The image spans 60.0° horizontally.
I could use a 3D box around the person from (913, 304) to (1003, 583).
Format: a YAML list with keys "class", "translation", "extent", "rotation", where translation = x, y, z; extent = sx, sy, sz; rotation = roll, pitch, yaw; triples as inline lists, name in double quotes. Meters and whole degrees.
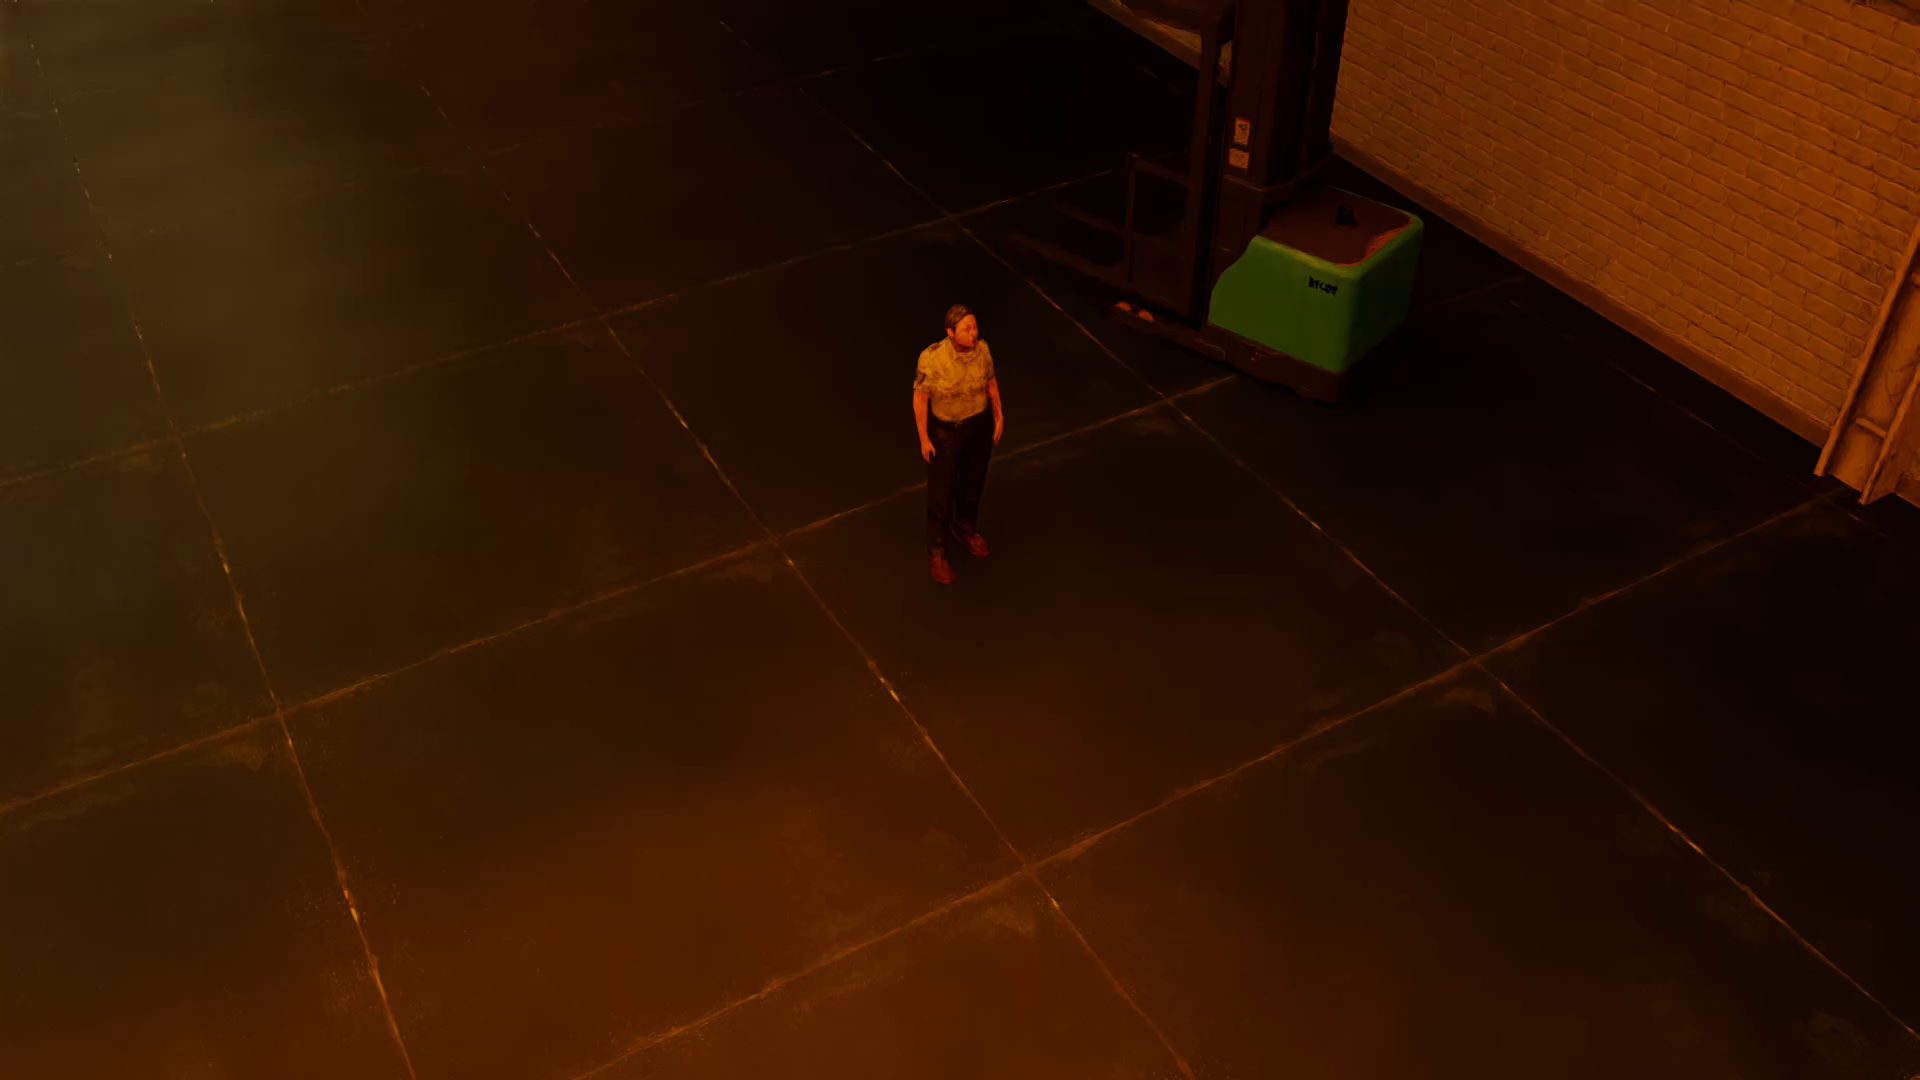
- class: "person"
  translation: [0.026, -0.583, 9.733]
  extent: [0.599, 1.650, 0.502]
  rotation: [-20, 44, -23]

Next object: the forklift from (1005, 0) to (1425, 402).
- class: "forklift"
  translation: [1.722, -2.862, 11.486]
  extent: [3.031, 2.935, 1.130]
  rotation: [28, 47, 30]
